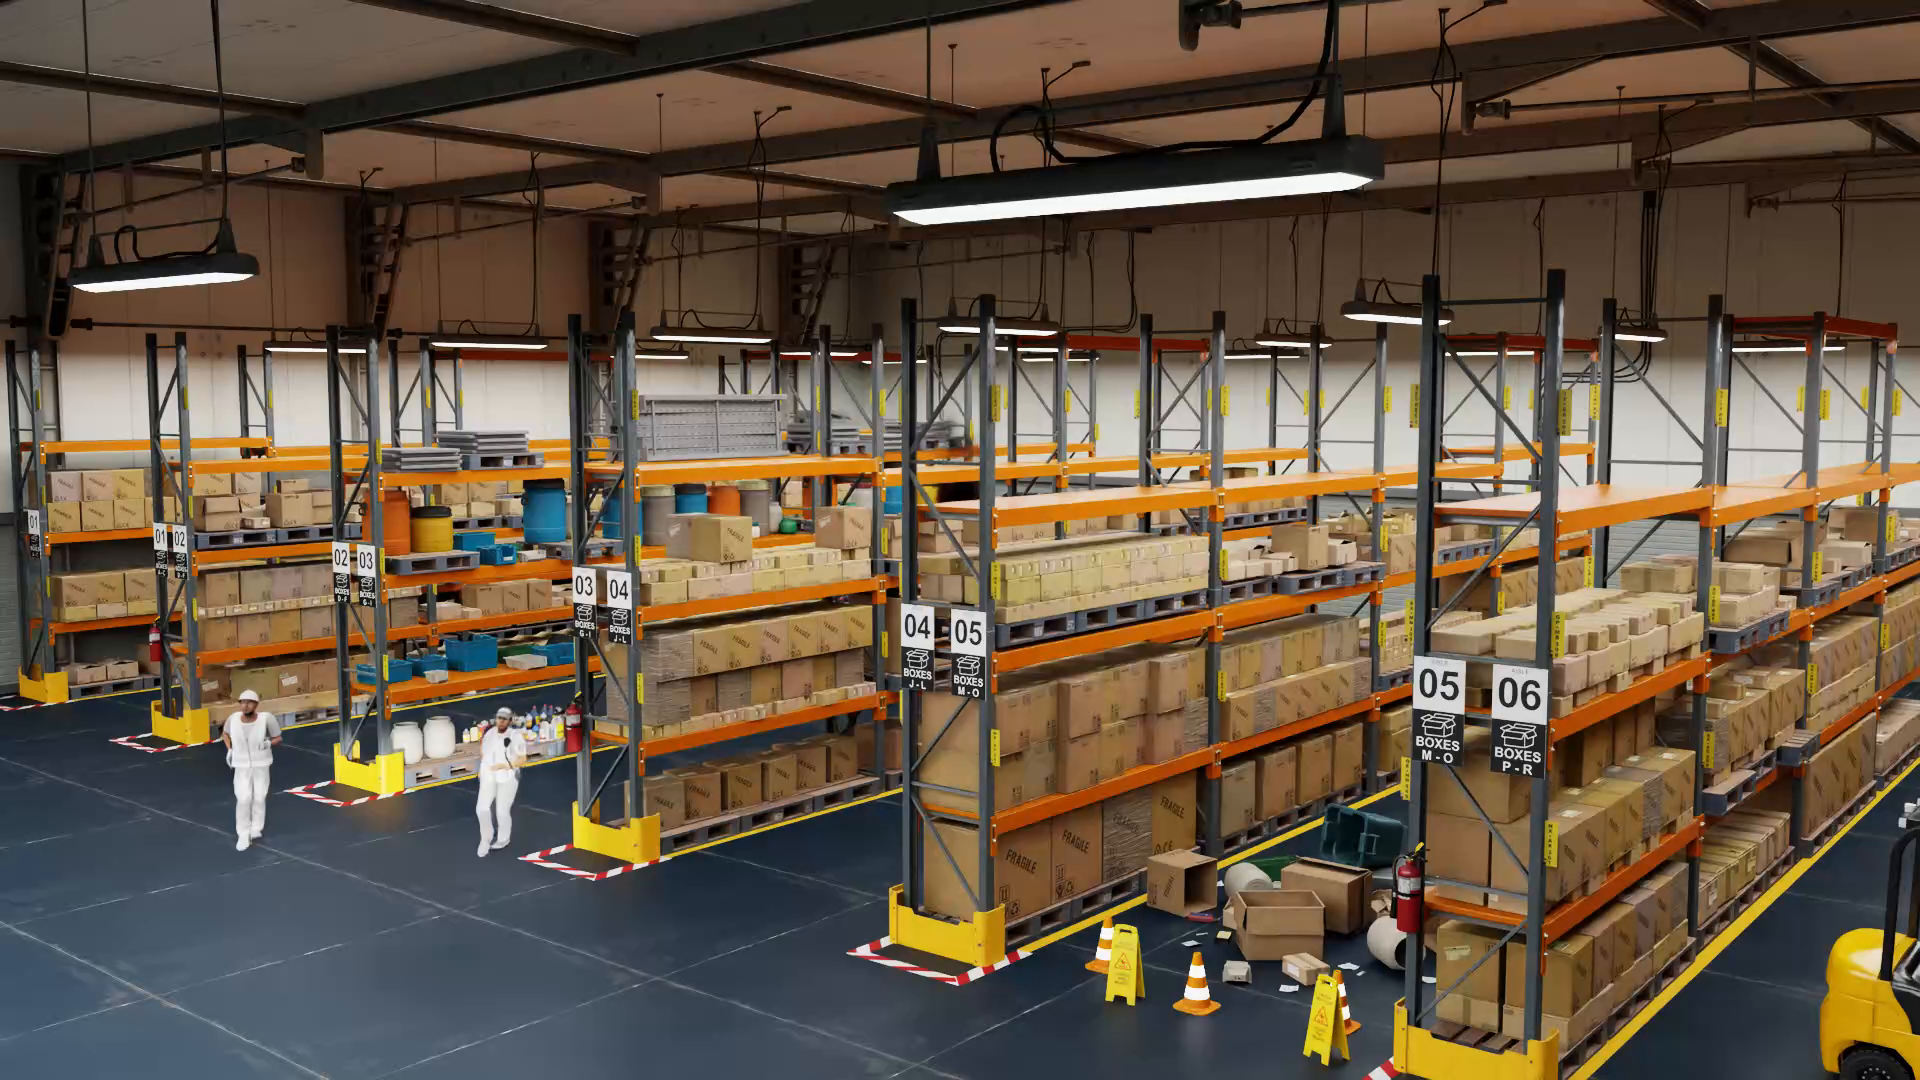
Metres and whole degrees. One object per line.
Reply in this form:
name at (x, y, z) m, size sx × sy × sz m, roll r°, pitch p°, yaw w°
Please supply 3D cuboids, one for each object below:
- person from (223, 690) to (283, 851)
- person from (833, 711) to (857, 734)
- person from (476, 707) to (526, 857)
person at (-8.008, 2.602, 18.841) m, size 0.645 × 1.829 × 0.743 m, roll -2°, pitch 5°, yaw -20°
person at (-1.784, 2.069, 24.712) m, size 0.565 × 1.807 × 0.838 m, roll 2°, pitch 6°, yaw 23°
person at (-5.118, 2.680, 18.537) m, size 0.582 × 1.640 × 0.624 m, roll 0°, pitch 5°, yaw 3°
